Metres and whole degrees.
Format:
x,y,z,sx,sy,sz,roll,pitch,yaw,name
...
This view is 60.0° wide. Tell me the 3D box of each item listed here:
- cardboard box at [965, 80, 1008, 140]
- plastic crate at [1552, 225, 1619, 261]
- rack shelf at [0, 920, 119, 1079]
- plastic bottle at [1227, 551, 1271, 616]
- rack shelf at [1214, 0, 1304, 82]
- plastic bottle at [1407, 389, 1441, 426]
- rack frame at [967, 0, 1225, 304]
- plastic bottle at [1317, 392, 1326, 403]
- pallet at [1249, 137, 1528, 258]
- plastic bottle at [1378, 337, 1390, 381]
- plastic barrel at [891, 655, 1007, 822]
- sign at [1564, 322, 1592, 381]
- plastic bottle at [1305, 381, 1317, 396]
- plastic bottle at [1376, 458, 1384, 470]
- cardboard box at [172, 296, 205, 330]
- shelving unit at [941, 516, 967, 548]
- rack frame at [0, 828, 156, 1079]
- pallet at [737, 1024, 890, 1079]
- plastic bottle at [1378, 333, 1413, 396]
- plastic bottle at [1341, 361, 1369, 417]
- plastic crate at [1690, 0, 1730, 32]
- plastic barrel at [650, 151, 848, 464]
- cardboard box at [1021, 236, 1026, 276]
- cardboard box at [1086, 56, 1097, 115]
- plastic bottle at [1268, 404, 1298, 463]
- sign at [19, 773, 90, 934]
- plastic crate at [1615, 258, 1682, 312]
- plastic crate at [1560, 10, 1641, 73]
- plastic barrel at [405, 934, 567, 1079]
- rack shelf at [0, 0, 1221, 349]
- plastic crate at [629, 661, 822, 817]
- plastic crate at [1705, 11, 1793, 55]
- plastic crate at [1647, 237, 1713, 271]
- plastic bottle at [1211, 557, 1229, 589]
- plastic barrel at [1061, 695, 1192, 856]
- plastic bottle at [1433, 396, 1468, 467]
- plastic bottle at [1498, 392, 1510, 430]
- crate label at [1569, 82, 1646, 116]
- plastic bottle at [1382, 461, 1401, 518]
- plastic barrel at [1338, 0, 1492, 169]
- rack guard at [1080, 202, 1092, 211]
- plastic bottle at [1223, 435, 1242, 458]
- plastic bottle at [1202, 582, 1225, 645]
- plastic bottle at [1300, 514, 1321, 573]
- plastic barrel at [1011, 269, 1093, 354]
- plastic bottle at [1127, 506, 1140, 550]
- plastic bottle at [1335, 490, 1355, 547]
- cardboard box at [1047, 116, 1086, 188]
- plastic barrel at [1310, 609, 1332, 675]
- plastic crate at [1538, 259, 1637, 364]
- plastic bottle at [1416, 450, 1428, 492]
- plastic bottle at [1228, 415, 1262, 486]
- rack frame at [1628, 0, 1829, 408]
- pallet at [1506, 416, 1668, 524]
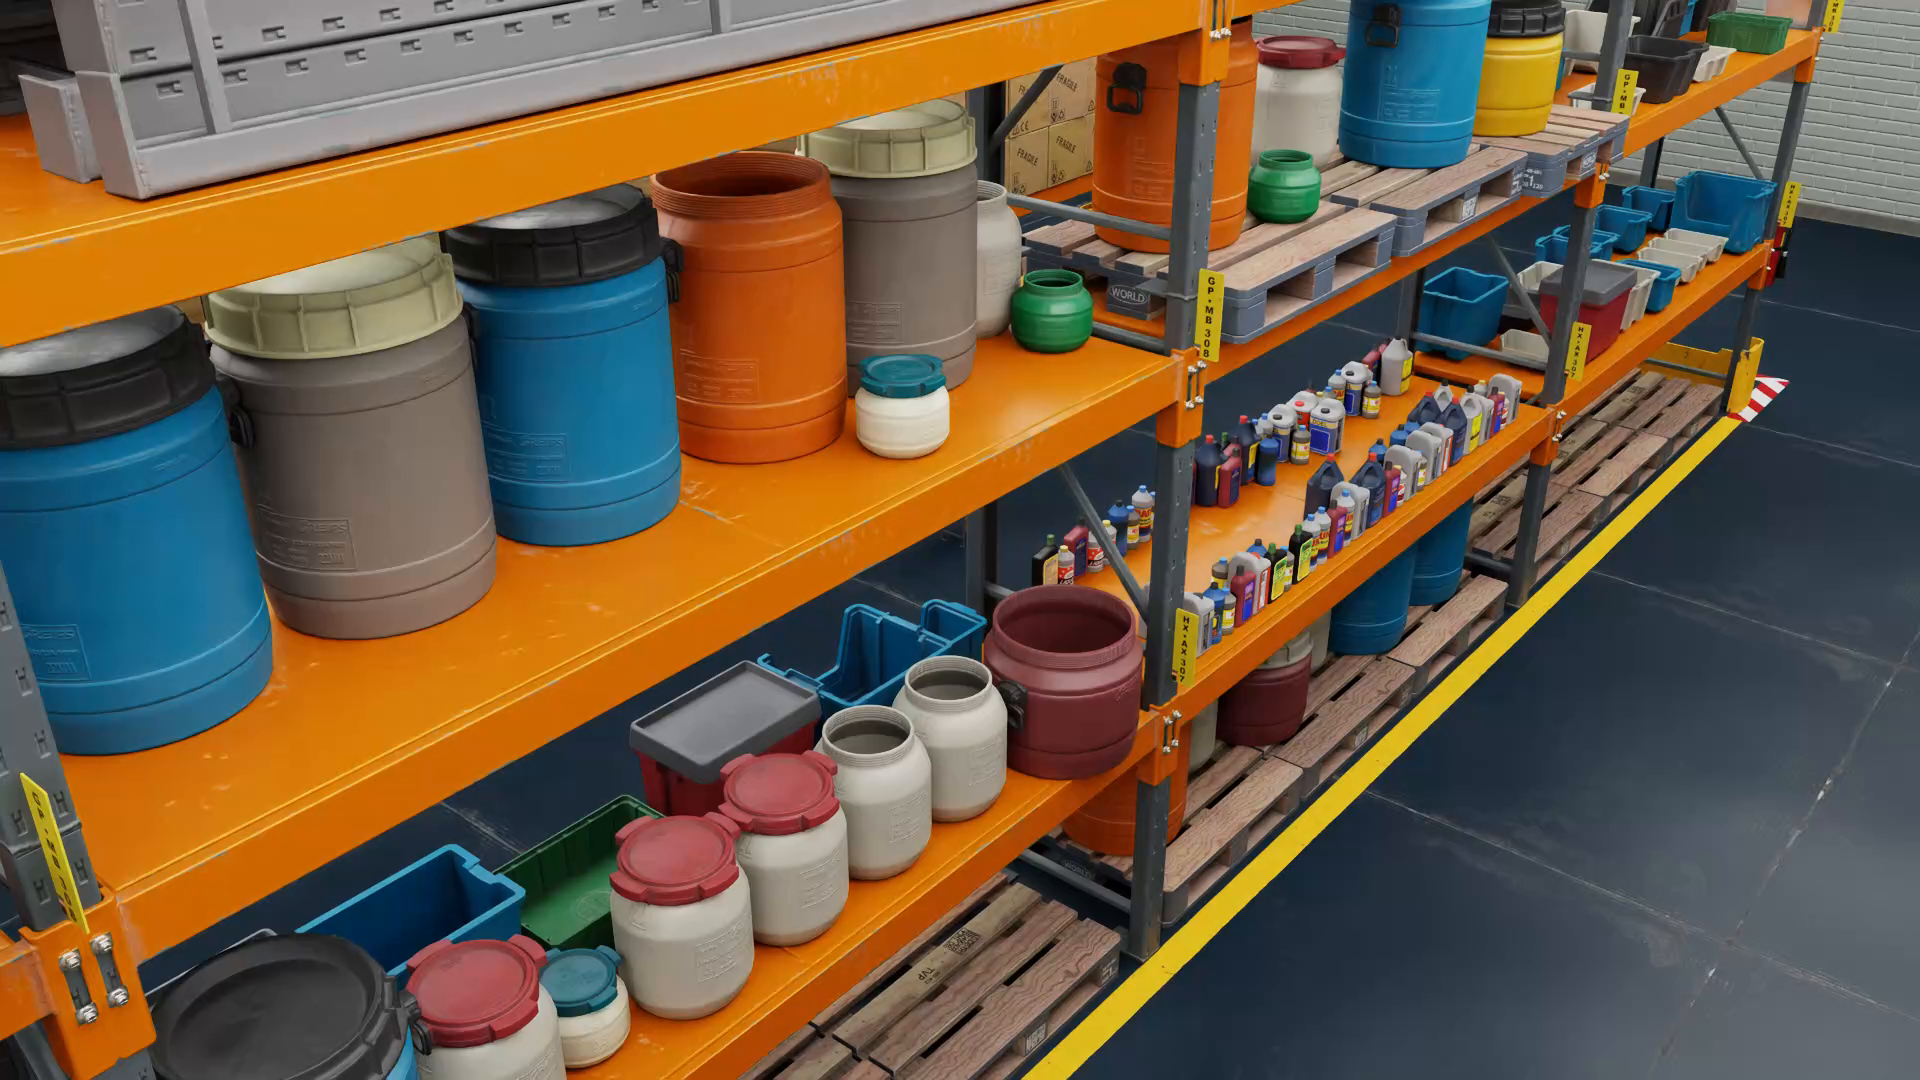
x,y,z,sx,sy,sz,roll,pitch,yaw,name
0.018,-3.287,12.641,0.500,0.500,0.500,20,33,33,cardboard box
4.289,-1.994,11.456,0.416,0.233,0.300,21,34,34,plastic crate
-3.367,1.452,2.198,1.077,0.370,4.000,21,34,34,rack shelf
1.268,0.169,7.294,0.152,0.276,0.135,21,34,34,plastic bottle
1.721,-2.539,7.083,1.077,0.370,4.000,21,34,34,rack shelf
2.432,-0.614,8.727,0.144,0.351,0.185,21,34,34,plastic bottle
0.449,-2.328,5.456,1.000,3.000,0.127,21,34,34,rack frame
1.954,-0.708,9.071,0.097,0.201,0.097,0,27,0,plastic bottle
1.851,-1.620,7.558,1.003,0.211,1.213,21,34,34,pallet
2.431,-1.024,9.592,0.061,0.283,0.133,21,34,34,plastic bottle
-0.040,0.714,5.983,0.421,0.512,0.421,0,27,0,plastic barrel
3.417,-1.043,9.200,0.100,0.325,0.005,21,34,34,sign
1.866,-0.709,8.983,0.061,0.283,0.133,21,34,34,plastic bottle
2.022,-0.273,8.153,0.097,0.271,0.097,0,27,0,plastic bottle
-6.626,-2.013,13.258,0.750,0.750,0.750,20,34,34,cardboard box
0.034,-0.485,10.545,0.215,1.050,0.252,21,34,34,shelving unit
-2.095,1.755,4.093,1.000,3.000,0.127,21,34,34,rack frame
-0.850,2.269,6.133,1.003,0.211,1.213,21,34,34,pallet
2.494,-1.015,9.501,0.144,0.351,0.185,21,34,34,plastic bottle
2.172,-0.844,9.251,0.152,0.276,0.135,21,34,34,plastic bottle
5.078,-3.719,11.551,0.497,0.269,0.590,21,34,34,plastic crate
-0.657,-0.726,5.158,0.600,0.830,0.708,21,34,34,plastic barrel
0.365,-2.284,14.139,0.797,0.503,0.637,21,34,34,cardboard box
1.000,-3.834,13.700,0.500,0.500,0.500,22,34,36,cardboard box
1.669,-0.563,8.708,0.152,0.276,0.135,21,34,34,plastic bottle
-1.678,0.584,3.083,0.100,0.325,0.005,21,34,34,sign
4.429,-1.649,10.789,0.416,0.233,0.300,21,34,34,plastic crate
8.961,1.893,1.779,20.812,1.282,9.301,21,34,34,plastic crate
-1.317,1.420,4.593,0.433,0.535,0.433,0,27,0,plastic barrel
-0.823,-1.121,4.342,1.077,0.370,4.000,21,34,34,rack shelf
-0.815,0.792,5.885,0.402,0.464,0.583,21,34,34,plastic crate
5.131,-3.304,10.839,0.450,0.188,0.336,21,34,34,plastic crate
4.963,-1.968,11.512,0.396,0.136,0.243,21,34,34,plastic crate
1.160,0.172,7.368,0.097,0.201,0.097,0,27,0,plastic bottle
0.747,0.936,7.581,0.600,0.830,0.708,21,34,34,plastic barrel
2.544,-0.572,8.645,0.144,0.351,0.185,21,34,34,plastic bottle
2.940,-0.710,9.073,0.097,0.201,0.097,0,27,0,plastic bottle
3.528,-2.385,9.119,0.293,0.136,0.466,21,34,34,crate label
2.094,-0.262,8.118,0.061,0.283,0.133,21,34,34,plastic bottle
2.026,-2.173,7.418,0.600,0.901,0.708,21,34,34,plastic barrel
1.670,-2.811,15.640,1.175,0.500,0.348,21,34,34,rack guard
1.354,-0.380,8.346,0.061,0.283,0.133,21,34,34,plastic bottle
1.069,0.302,7.042,0.097,0.271,0.097,0,27,0,plastic bottle
1.595,0.009,7.608,0.097,0.271,0.097,0,27,0,plastic bottle
0.332,-0.824,5.982,0.294,0.245,0.294,0,27,0,plastic barrel
0.797,-0.064,7.825,0.097,0.201,0.097,0,27,0,plastic bottle
1.803,-0.107,7.833,0.097,0.271,0.097,0,27,0,plastic bottle
0.674,-3.216,13.592,0.500,0.500,0.500,20,34,34,cardboard box
1.756,0.450,8.866,0.421,0.512,0.421,0,27,0,plastic barrel
3.755,-1.380,10.017,0.402,0.464,0.583,21,34,34,plastic crate
2.301,-0.354,8.385,0.097,0.201,0.097,0,27,0,plastic bottle
1.440,-0.472,8.451,0.144,0.351,0.185,21,34,34,plastic bottle
5.538,-2.499,12.317,1.000,3.000,0.127,21,34,34,rack frame
4.207,-0.549,11.582,1.003,0.211,1.213,21,34,34,pallet
